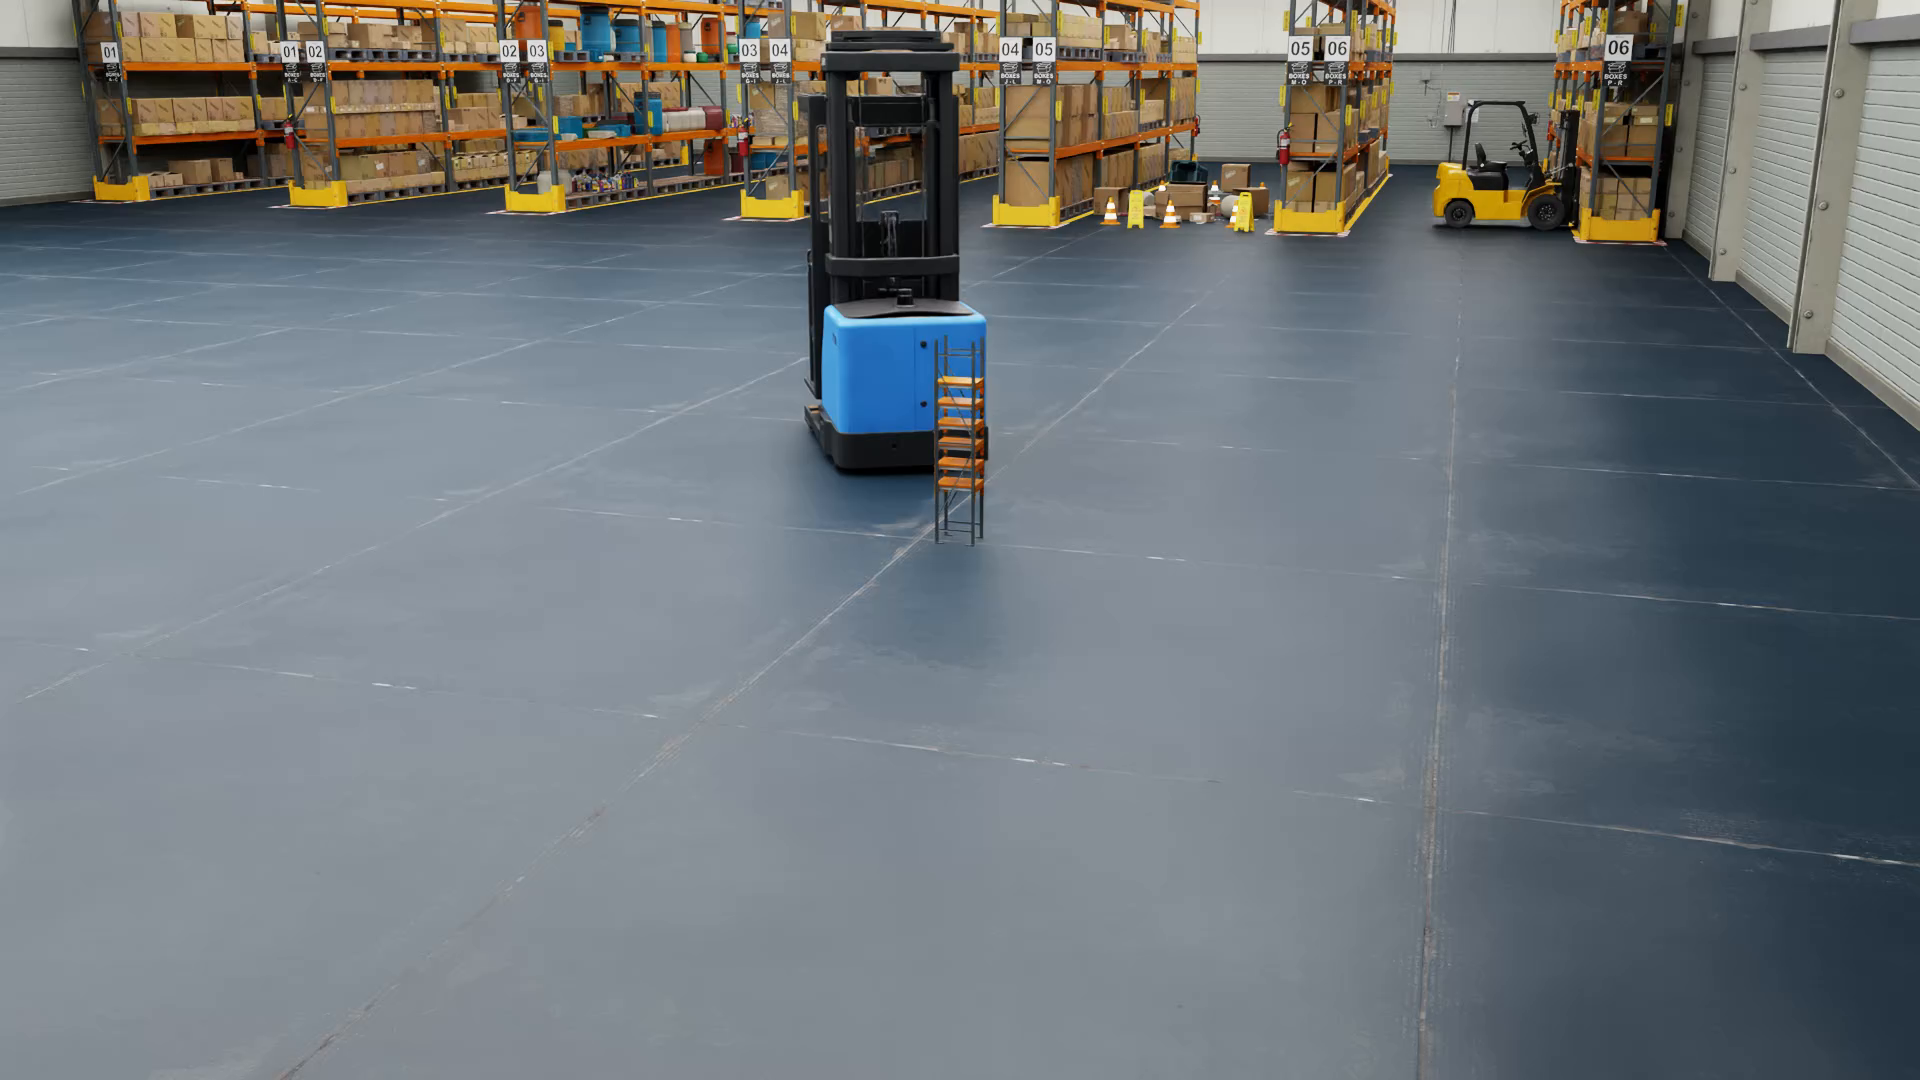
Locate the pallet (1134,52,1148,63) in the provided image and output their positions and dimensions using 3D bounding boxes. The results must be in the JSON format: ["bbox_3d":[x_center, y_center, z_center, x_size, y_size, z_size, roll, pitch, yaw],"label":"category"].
[{"bbox_3d":[3.329,-10.357,35.697,1.213,0.211,1.003,5,17,18],"label":"pallet"}]

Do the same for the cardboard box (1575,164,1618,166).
[{"bbox_3d":[12.627,-7.162,33.165,0.875,0.625,0.625,5,17,18],"label":"cardboard box"}]

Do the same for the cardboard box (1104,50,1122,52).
[{"bbox_3d":[3.379,-10.838,36.862,0.500,0.500,0.500,5,16,16],"label":"cardboard box"}]

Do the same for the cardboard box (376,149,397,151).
[{"bbox_3d":[-12.466,-8.323,36.570,0.500,0.500,0.500,5,16,16],"label":"cardboard box"}]

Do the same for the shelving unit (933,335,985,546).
[{"bbox_3d":[-0.004,-0.573,9.652,0.258,1.200,0.189,5,16,16],"label":"shelving unit"}]

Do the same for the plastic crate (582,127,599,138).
[{"bbox_3d":[-7.808,-8.491,34.656,0.450,0.188,0.662,5,16,16],"label":"plastic crate"}]

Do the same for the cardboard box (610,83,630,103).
[{"bbox_3d":[-9.222,-12.035,44.747,0.500,0.500,0.500,5,17,17],"label":"cardboard box"}]

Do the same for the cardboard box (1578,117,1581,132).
[{"bbox_3d":[11.753,-7.706,30.860,0.500,0.250,0.500,4,16,15],"label":"cardboard box"}]

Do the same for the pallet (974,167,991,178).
[{"bbox_3d":[0.162,-9.486,42.888,1.003,0.211,1.213,5,16,16],"label":"pallet"}]

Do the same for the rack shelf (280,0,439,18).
[{"bbox_3d":[-12.468,-11.136,34.649,1.077,0.370,4.000,5,16,16],"label":"rack shelf"}]

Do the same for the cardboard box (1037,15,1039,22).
[{"bbox_3d":[1.247,-9.420,30.094,0.380,0.149,0.250,5,17,16],"label":"cardboard box"}]

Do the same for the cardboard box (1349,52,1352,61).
[{"bbox_3d":[6.367,-8.111,27.891,0.380,0.149,0.250,5,16,16],"label":"cardboard box"}]

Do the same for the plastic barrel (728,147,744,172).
[{"bbox_3d":[-5.571,-9.439,41.261,0.600,0.588,0.708,5,16,16],"label":"plastic barrel"}]

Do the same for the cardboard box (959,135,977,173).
[{"bbox_3d":[-0.292,-9.646,41.464,1.225,0.875,0.875,5,16,16],"label":"cardboard box"}]

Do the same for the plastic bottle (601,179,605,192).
[{"bbox_3d":[-7.377,-7.319,34.328,0.097,0.271,0.097,0,16,0],"label":"plastic bottle"}]

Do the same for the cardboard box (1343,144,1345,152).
[{"bbox_3d":[6.468,-6.809,28.800,0.380,0.149,0.250,4,16,14],"label":"cardboard box"}]

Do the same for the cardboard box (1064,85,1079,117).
[{"bbox_3d":[1.687,-8.057,30.485,0.875,0.550,0.550,5,16,16],"label":"cardboard box"}]

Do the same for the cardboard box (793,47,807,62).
[{"bbox_3d":[-3.155,-8.972,30.744,0.500,0.250,0.500,5,17,18],"label":"cardboard box"}]

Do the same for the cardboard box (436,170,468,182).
[{"bbox_3d":[-11.547,-8.277,37.782,0.500,0.250,0.500,4,16,15],"label":"cardboard box"}]

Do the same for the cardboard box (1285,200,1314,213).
[{"bbox_3d":[5.941,-5.845,29.209,0.500,0.250,0.500,5,16,16],"label":"cardboard box"}]

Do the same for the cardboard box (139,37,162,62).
[{"bbox_3d":[-17.265,-10.355,35.121,0.500,0.500,0.500,6,17,20],"label":"cardboard box"}]

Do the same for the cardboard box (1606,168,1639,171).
[{"bbox_3d":[11.775,-6.472,29.588,0.500,0.250,0.500,4,16,15],"label":"cardboard box"}]

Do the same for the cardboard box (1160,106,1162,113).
[{"bbox_3d":[4.600,-10.260,39.650,0.380,0.149,0.250,5,17,16],"label":"cardboard box"}]

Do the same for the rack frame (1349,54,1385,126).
[{"bbox_3d":[9.372,-9.867,39.118,1.000,3.000,0.127,5,16,16],"label":"rack frame"}]

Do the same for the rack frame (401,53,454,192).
[{"bbox_3d":[-11.900,-9.311,37.160,1.000,3.000,0.127,5,16,16],"label":"rack frame"}]

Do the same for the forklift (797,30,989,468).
[{"bbox_3d":[-0.598,-2.253,12.402,1.130,2.935,3.031,-3,16,-11],"label":"forklift"}]

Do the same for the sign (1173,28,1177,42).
[{"bbox_3d":[5.131,-12.063,39.696,0.100,0.325,0.005,5,16,16],"label":"sign"}]

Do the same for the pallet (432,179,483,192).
[{"bbox_3d":[-11.728,-8.166,38.231,1.003,0.211,1.213,5,16,16],"label":"pallet"}]

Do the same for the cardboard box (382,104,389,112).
[{"bbox_3d":[-12.281,-9.113,35.089,0.380,0.149,0.250,5,17,16],"label":"cardboard box"}]

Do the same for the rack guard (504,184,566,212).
[{"bbox_3d":[-8.312,-6.701,32.537,1.175,0.500,0.348,5,16,16],"label":"rack guard"}]

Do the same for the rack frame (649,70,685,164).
[{"bbox_3d":[-8.489,-12.451,48.229,1.000,3.000,0.127,5,16,16],"label":"rack frame"}]

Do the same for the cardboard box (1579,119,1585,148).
[{"bbox_3d":[11.482,-7.342,30.034,0.500,0.500,0.500,4,16,14],"label":"cardboard box"}]

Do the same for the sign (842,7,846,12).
[{"bbox_3d":[-3.209,-14.758,45.961,0.100,0.325,0.005,5,16,16],"label":"sign"}]

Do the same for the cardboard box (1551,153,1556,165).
[{"bbox_3d":[14.478,-9.025,39.961,0.500,0.500,0.500,5,17,17],"label":"cardboard box"}]

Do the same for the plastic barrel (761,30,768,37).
[{"bbox_3d":[-4.943,-12.500,41.792,0.600,0.588,0.600,0,16,0],"label":"plastic barrel"}]

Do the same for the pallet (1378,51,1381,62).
[{"bbox_3d":[7.668,-9.551,32.853,1.213,0.211,1.003,5,16,16],"label":"pallet"}]

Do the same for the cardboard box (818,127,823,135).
[{"bbox_3d":[-3.146,-8.096,32.148,0.875,0.500,0.500,5,16,16],"label":"cardboard box"}]

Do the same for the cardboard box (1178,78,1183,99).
[{"bbox_3d":[5.265,-11.262,41.476,0.500,0.500,0.500,5,17,17],"label":"cardboard box"}]

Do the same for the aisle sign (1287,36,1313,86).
[{"bbox_3d":[5.666,-7.984,27.717,0.394,0.787,0.004,5,16,16],"label":"aisle sign"}]

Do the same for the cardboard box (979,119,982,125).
[{"bbox_3d":[0.348,-10.634,42.286,0.380,0.149,0.250,4,16,14],"label":"cardboard box"}]

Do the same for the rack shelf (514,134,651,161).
[{"bbox_3d":[-7.720,-8.057,34.056,1.077,0.370,4.000,5,16,16],"label":"rack shelf"}]

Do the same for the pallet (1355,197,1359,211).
[{"bbox_3d":[7.319,-6.636,32.838,1.003,0.211,1.213,5,16,16],"label":"pallet"}]

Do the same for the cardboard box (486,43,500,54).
[{"bbox_3d":[-11.143,-11.520,38.957,0.500,0.250,0.500,4,16,15],"label":"cardboard box"}]

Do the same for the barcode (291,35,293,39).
[{"bbox_3d":[-13.413,-10.103,33.392,0.001,0.075,0.075,5,16,16],"label":"barcode"}]

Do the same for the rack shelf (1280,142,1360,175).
[{"bbox_3d":[6.530,-6.904,29.992,1.077,0.370,4.000,5,16,16],"label":"rack shelf"}]

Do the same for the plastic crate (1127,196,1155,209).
[{"bbox_3d":[3.531,-6.659,32.856,0.662,0.188,0.450,-15,11,-41],"label":"plastic crate"}]

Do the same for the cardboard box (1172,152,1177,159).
[{"bbox_3d":[5.257,-9.682,41.834,0.380,0.149,0.250,5,17,17],"label":"cardboard box"}]

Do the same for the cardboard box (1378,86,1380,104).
[{"bbox_3d":[9.183,-9.992,37.546,0.500,0.500,0.500,5,17,18],"label":"cardboard box"}]

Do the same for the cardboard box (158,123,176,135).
[{"bbox_3d":[-17.210,-8.825,35.685,0.500,0.250,0.500,4,16,14],"label":"cardboard box"}]

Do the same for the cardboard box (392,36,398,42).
[{"bbox_3d":[-12.449,-10.728,35.796,0.500,0.311,0.500,4,16,13],"label":"cardboard box"}]

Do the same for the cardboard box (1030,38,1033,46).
[{"bbox_3d":[1.102,-8.903,29.732,0.380,0.149,0.250,5,17,17],"label":"cardboard box"}]

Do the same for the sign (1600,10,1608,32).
[{"bbox_3d":[10.206,-8.220,26.338,0.100,0.325,0.005,5,16,16],"label":"sign"}]

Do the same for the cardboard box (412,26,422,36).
[{"bbox_3d":[-14.752,-13.631,44.529,0.500,0.250,0.500,6,17,20],"label":"cardboard box"}]
